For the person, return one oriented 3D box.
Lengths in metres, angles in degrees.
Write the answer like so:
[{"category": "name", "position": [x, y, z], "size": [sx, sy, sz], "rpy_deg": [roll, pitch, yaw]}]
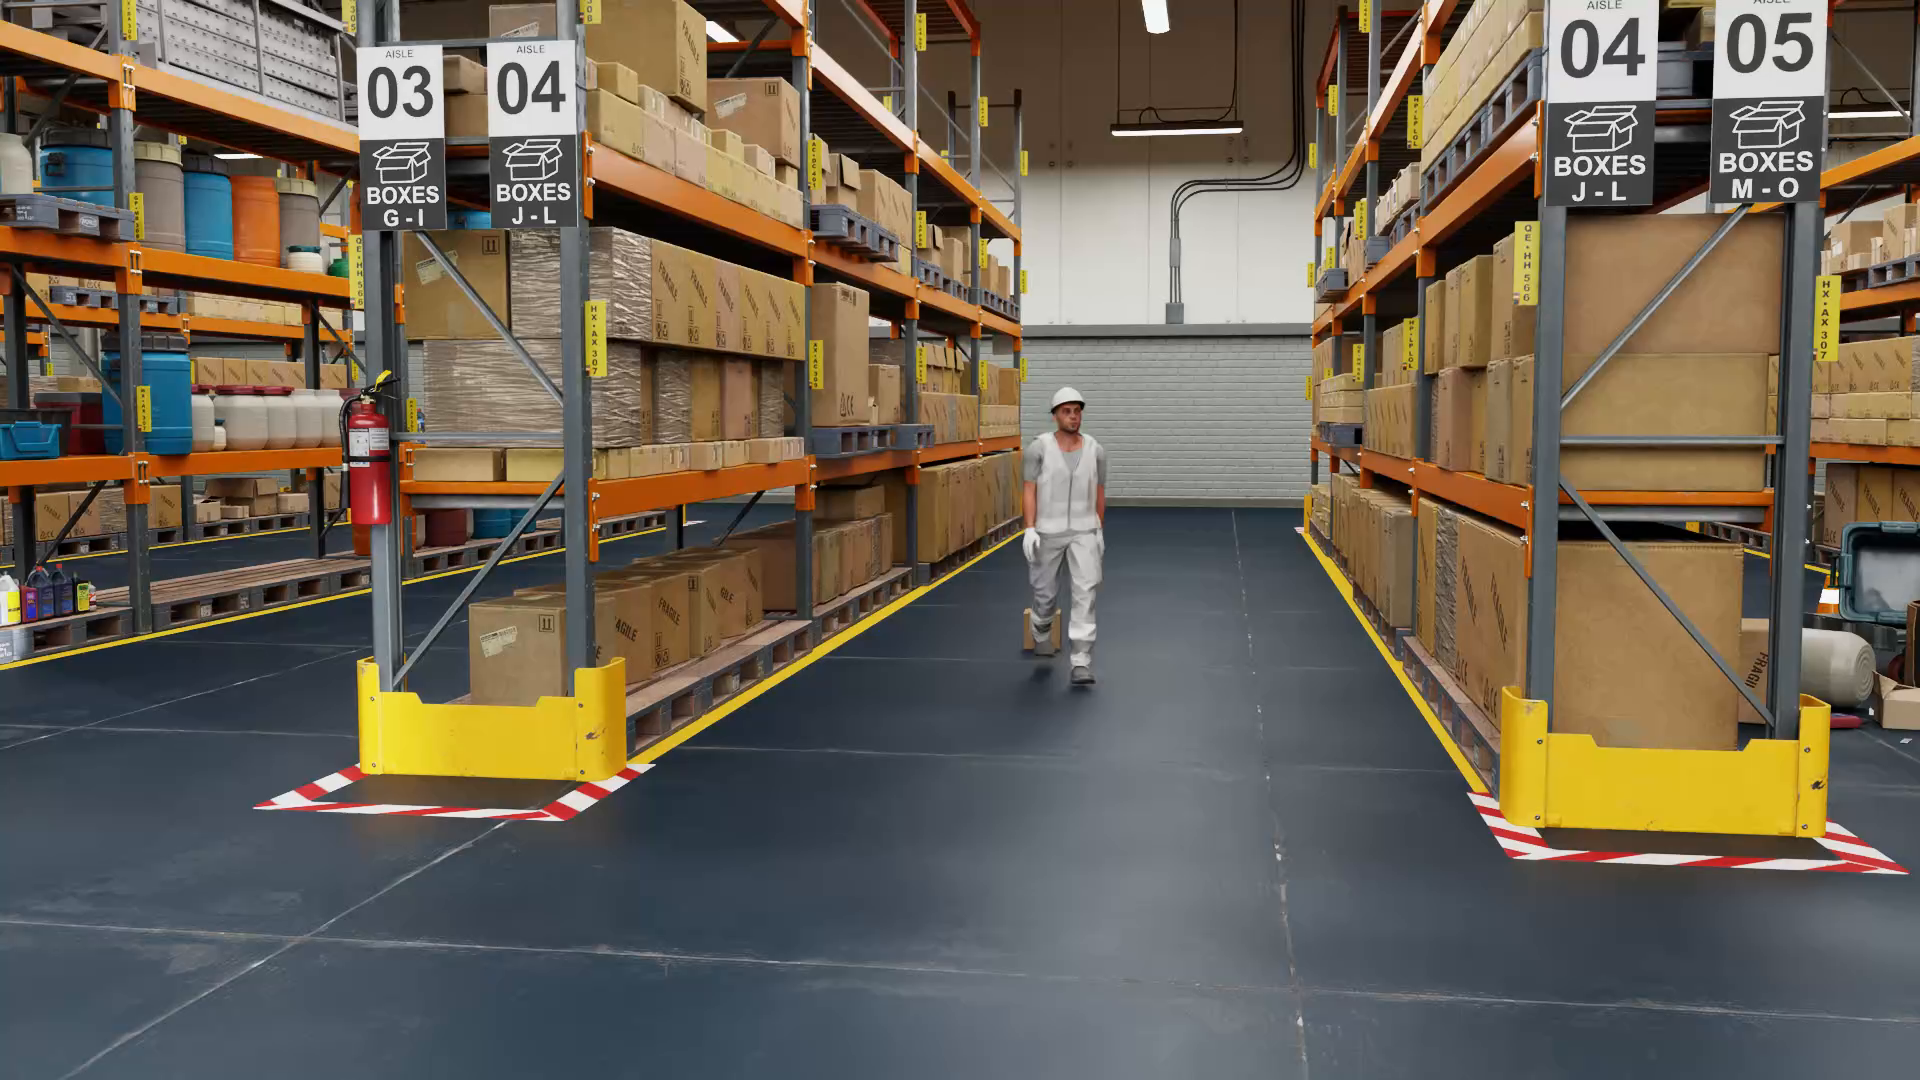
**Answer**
[{"category": "person", "position": [0.628, -0.041, 10.022], "size": [0.527, 1.753, 1.032], "rpy_deg": [0, 4, -4]}]
